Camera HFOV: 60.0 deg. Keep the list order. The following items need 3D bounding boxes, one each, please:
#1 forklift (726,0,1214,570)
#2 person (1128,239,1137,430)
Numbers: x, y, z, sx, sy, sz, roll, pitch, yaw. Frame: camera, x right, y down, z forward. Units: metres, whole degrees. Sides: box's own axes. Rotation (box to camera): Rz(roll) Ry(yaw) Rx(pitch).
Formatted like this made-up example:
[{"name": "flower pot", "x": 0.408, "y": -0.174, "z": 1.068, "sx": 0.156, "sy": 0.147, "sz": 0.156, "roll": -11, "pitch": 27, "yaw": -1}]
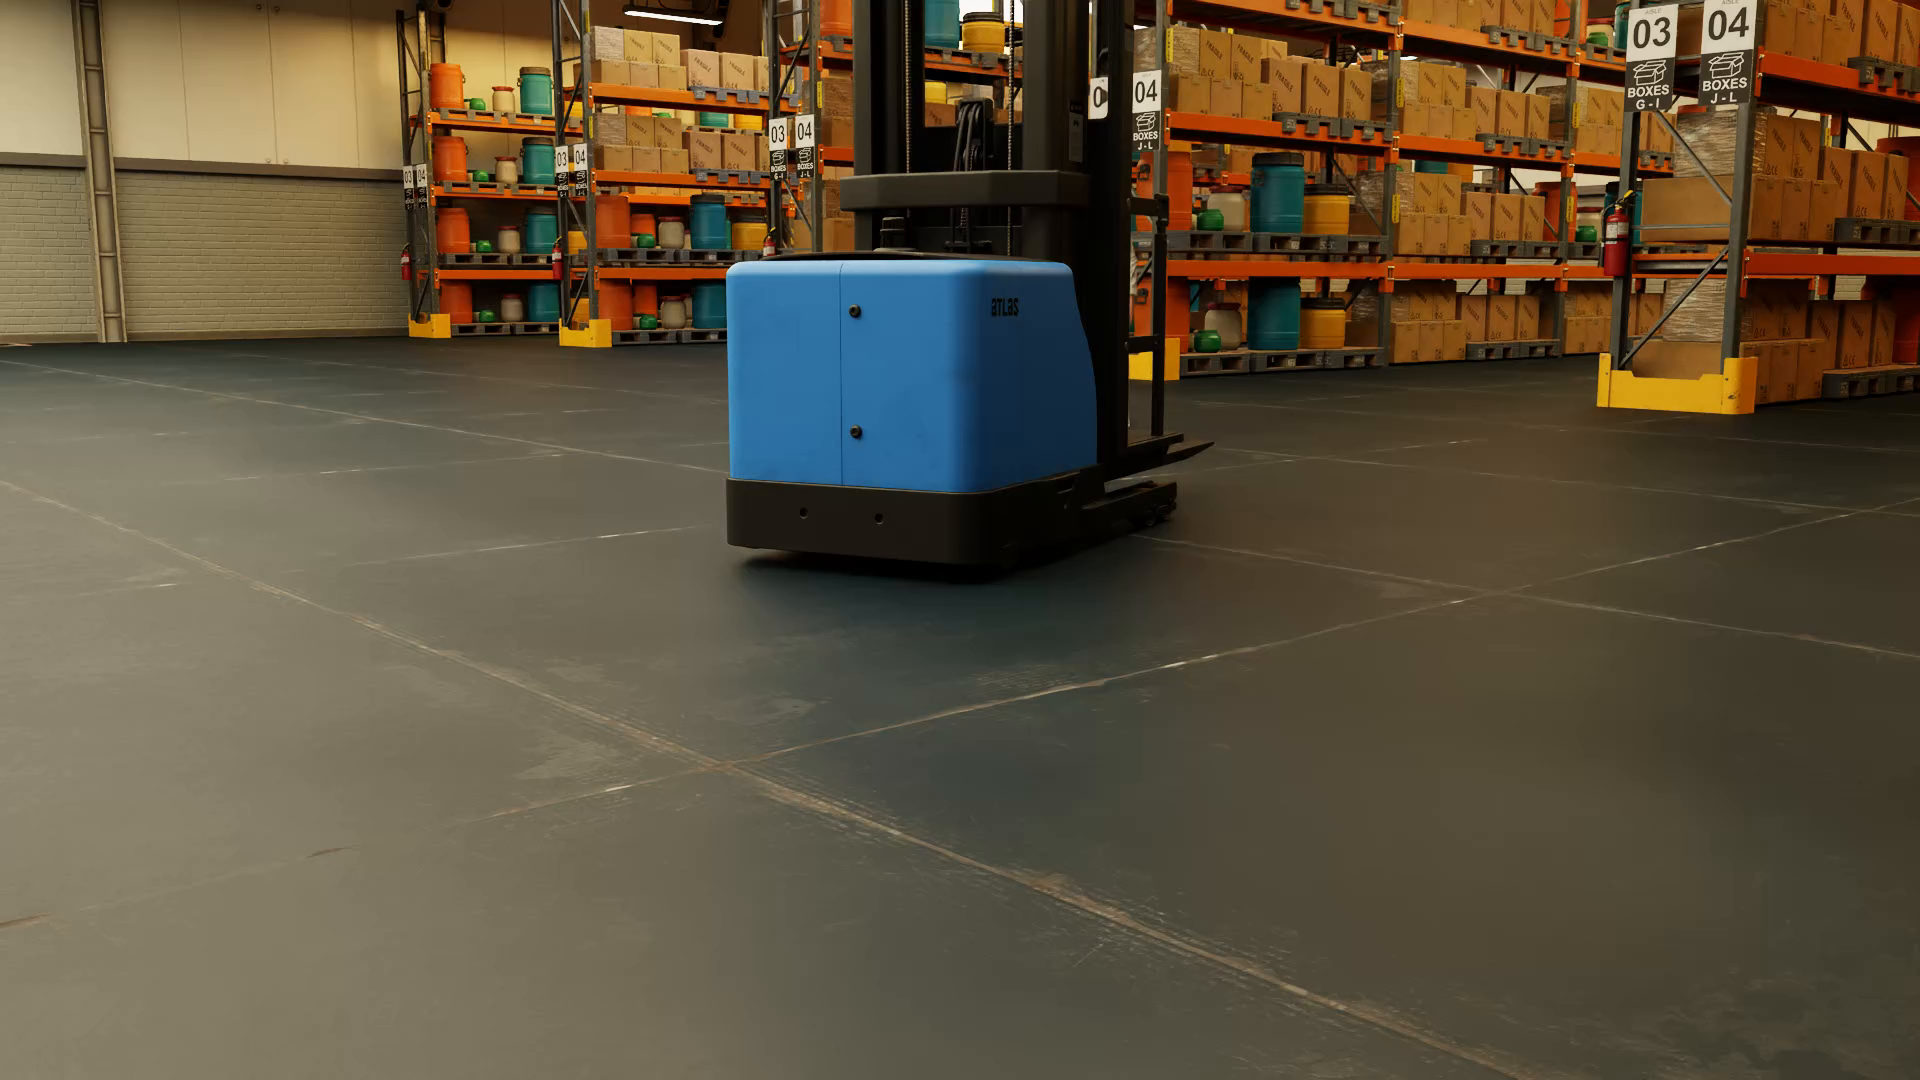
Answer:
[{"name": "forklift", "x": 0.275, "y": -1.531, "z": 6.852, "sx": 1.130, "sy": 2.935, "sz": 3.031, "roll": 4, "pitch": 10, "yaw": 26}, {"name": "person", "x": 0.773, "y": -1.481, "z": 10.322, "sx": 0.650, "sy": 1.775, "sz": 0.464, "roll": 2, "pitch": 9, "yaw": 12}]
